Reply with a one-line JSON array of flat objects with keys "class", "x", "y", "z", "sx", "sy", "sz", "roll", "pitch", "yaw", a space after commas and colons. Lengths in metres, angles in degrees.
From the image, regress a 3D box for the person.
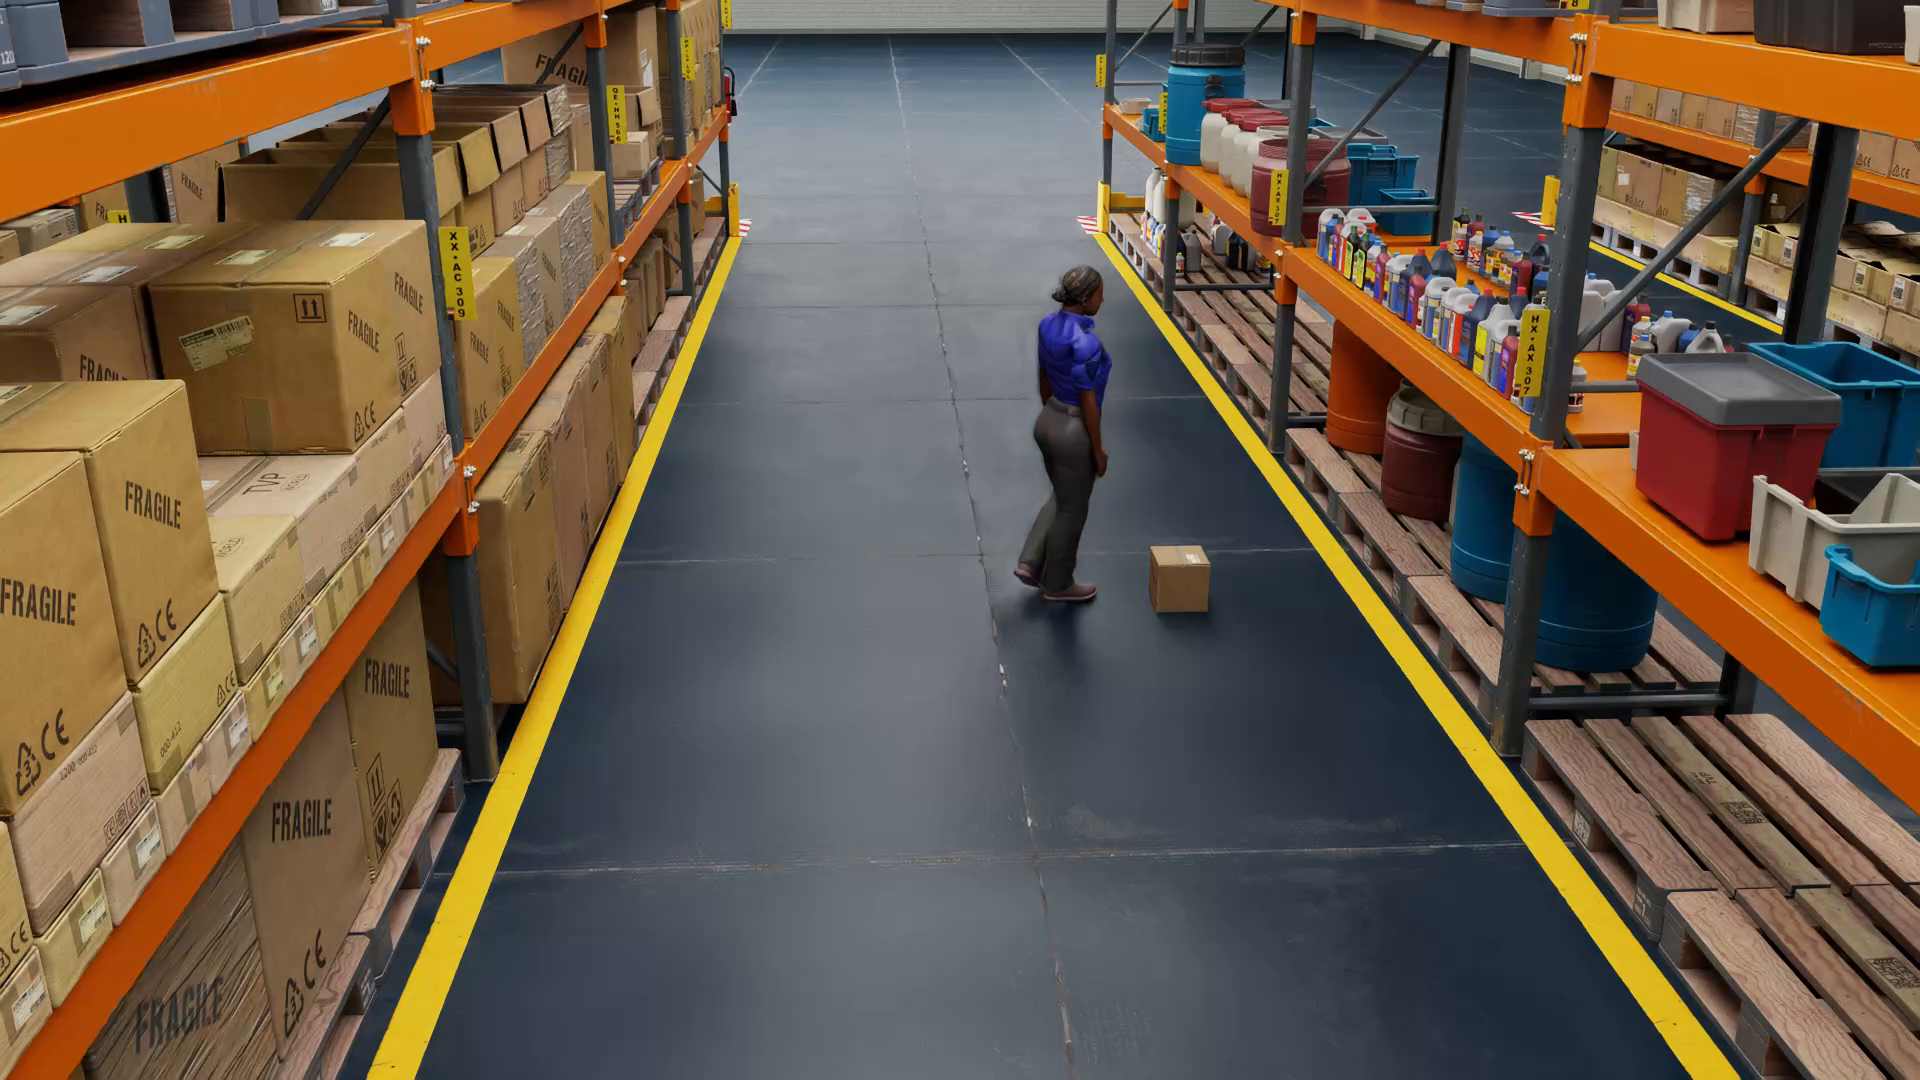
[{"class": "person", "x": 0.488, "y": -0.478, "z": 7.823, "sx": 0.409, "sy": 1.660, "sz": 0.482, "roll": -9, "pitch": 22, "yaw": -23}]
